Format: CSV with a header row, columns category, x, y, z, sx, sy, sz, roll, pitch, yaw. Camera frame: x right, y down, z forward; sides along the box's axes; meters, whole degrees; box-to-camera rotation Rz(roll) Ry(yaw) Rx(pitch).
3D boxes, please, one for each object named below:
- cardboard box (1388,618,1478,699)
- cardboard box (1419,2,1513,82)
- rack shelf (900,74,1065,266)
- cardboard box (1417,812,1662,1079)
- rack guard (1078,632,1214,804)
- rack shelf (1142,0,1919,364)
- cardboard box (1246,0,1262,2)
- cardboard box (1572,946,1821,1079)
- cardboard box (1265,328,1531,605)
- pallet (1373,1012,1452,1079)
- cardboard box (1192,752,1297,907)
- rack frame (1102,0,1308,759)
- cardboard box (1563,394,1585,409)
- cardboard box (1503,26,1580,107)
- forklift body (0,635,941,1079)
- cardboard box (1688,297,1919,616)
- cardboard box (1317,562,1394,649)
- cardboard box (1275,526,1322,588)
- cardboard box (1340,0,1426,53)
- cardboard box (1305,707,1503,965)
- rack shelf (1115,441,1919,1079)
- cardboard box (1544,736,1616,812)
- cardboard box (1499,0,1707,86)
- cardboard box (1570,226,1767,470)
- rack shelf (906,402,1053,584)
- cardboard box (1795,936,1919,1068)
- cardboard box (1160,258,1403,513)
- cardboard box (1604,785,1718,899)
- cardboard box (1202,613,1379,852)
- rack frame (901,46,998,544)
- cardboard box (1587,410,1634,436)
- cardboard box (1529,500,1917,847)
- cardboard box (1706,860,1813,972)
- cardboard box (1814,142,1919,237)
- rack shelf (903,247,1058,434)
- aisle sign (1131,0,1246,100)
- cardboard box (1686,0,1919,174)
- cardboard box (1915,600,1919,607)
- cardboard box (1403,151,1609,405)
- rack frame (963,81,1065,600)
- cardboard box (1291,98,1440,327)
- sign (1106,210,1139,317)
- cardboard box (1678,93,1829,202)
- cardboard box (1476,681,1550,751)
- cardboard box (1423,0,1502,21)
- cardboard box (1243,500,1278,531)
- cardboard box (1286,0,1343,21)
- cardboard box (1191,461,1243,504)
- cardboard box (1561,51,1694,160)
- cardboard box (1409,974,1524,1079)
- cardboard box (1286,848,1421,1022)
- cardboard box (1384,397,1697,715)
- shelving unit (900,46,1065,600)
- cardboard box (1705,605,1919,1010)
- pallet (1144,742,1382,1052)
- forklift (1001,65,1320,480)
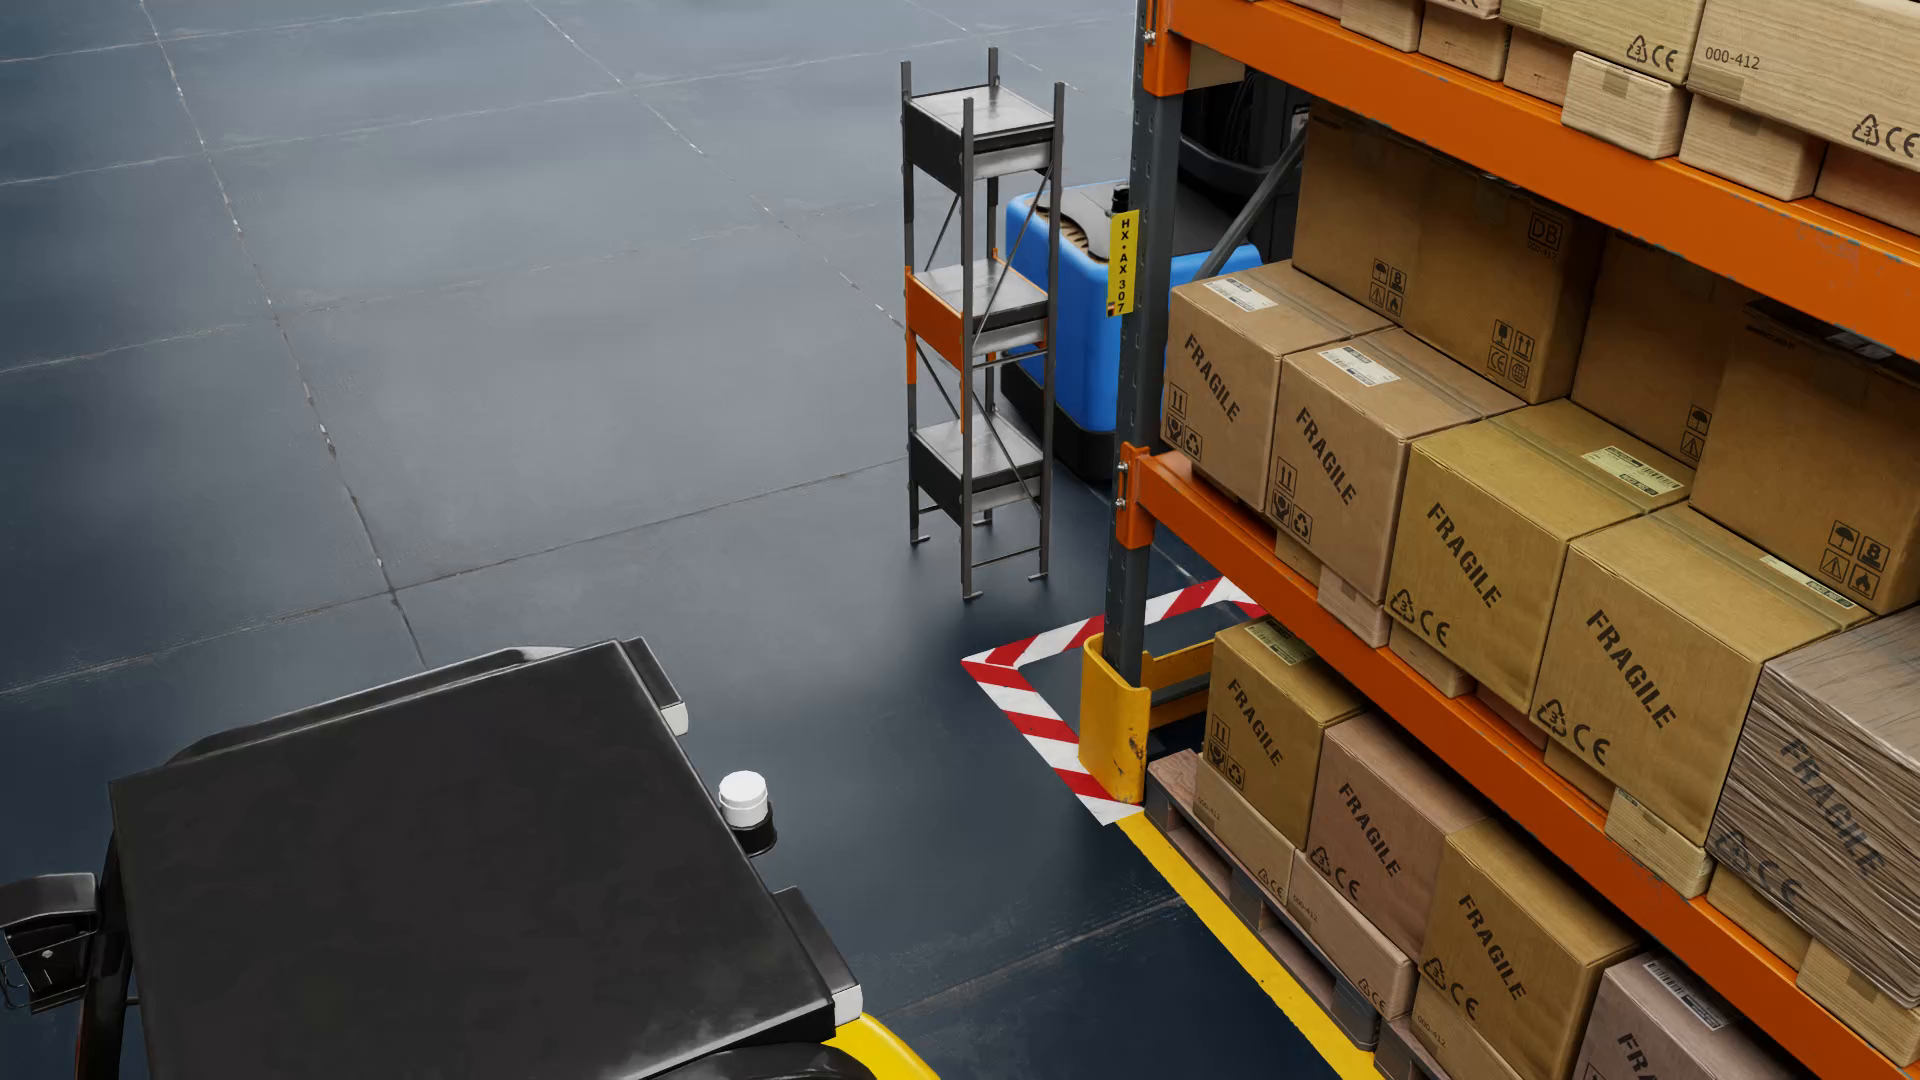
category,x,y,z,sx,sy,sz,roll,pitch,yaw
cardboard box,1.352,0.239,4.330,0.380,0.149,0.250,-15,36,-22
cardboard box,1.266,-1.160,3.733,0.380,0.149,0.250,-16,36,-23
rack shelf,0.077,-1.383,6.190,0.431,0.518,0.480,-16,36,-23
cardboard box,1.584,1.028,4.329,0.500,0.500,0.500,-15,36,-22
rack guard,1.002,0.496,6.012,1.175,0.500,0.348,-16,36,-23
rack shelf,1.899,-0.599,3.290,1.077,0.370,4.000,-16,36,-23
cardboard box,0.834,-1.510,4.279,0.380,0.149,0.250,-16,36,-23
cardboard box,1.841,1.281,3.935,0.500,0.500,0.500,-14,35,-21
cardboard box,1.186,-0.218,4.441,0.500,0.500,0.500,-15,35,-22
pallet,1.914,1.596,4.564,1.003,0.211,1.213,-16,36,-23
cardboard box,1.098,0.843,5.314,0.500,0.250,0.500,-16,36,-23
rack frame,0.967,-0.593,5.395,1.000,3.000,0.127,-16,36,-23
cardboard box,1.693,-0.330,4.617,0.500,0.500,0.500,-16,36,-23
cardboard box,1.393,-1.035,3.537,0.380,0.149,0.250,-17,36,-25
forklift body,-0.925,1.461,2.976,2.313,2.155,1.214,-16,36,-23
cardboard box,2.066,-0.258,3.577,0.700,0.500,0.500,-16,36,-23
cardboard box,1.202,0.124,4.509,0.380,0.149,0.250,-15,36,-22
cardboard box,1.124,-0.009,4.716,0.380,0.149,0.250,-17,36,-25
cardboard box,1.129,-1.272,3.908,0.380,0.149,0.250,-15,36,-22
cardboard box,1.357,0.786,4.706,0.500,0.500,0.500,-17,36,-25
rack shelf,1.899,0.665,4.099,1.077,0.370,4.000,-16,36,-23
cardboard box,1.625,0.483,3.948,0.380,0.149,0.250,-17,36,-24
cardboard box,1.454,-1.128,3.312,0.500,0.250,0.500,-15,35,-22
cardboard box,1.956,-0.531,4.004,0.700,0.500,0.500,-16,36,-24
rack shelf,0.077,-0.204,6.945,0.431,0.518,0.480,-16,36,-23
cardboard box,1.935,0.861,3.358,0.380,0.149,0.250,-16,36,-24
cardboard box,0.942,-0.464,4.826,0.500,0.500,0.500,-16,36,-24
cardboard box,1.691,0.618,3.738,0.380,0.149,0.250,-16,36,-23
cardboard box,1.110,0.538,5.094,0.500,0.500,0.500,-17,36,-25
rack frame,-0.037,-0.922,6.742,0.400,2.100,0.015,-16,36,-23
cardboard box,1.923,-0.091,4.243,0.500,0.500,0.500,-16,36,-23
cardboard box,1.669,0.265,3.687,0.500,0.500,0.500,-17,36,-24
cardboard box,1.843,0.731,3.561,0.380,0.149,0.250,-17,36,-24
cardboard box,1.778,-0.677,2.978,0.380,0.149,0.250,-16,36,-24
rack shelf,0.077,-0.794,6.568,0.431,0.518,0.480,-16,36,-23
aisle sign,0.663,-1.639,4.618,0.394,0.787,0.004,-16,36,-23
cardboard box,1.676,-0.879,2.923,0.500,0.250,0.500,-15,36,-22
cardboard box,2.143,0.156,3.858,0.500,0.500,0.500,-15,36,-23
cardboard box,1.627,-0.749,4.343,0.700,0.500,0.500,-16,36,-23
rack frame,0.191,-0.689,6.379,0.400,2.100,0.015,-16,36,-23
cardboard box,1.398,-0.992,4.723,0.700,0.500,0.500,-17,36,-24
sign,0.487,-0.821,4.948,0.100,0.325,0.005,-16,36,-23
cardboard box,1.599,-0.779,3.137,0.380,0.149,0.250,-17,36,-24
cardboard box,1.528,0.350,4.156,0.380,0.149,0.250,-15,35,-22
cardboard box,1.192,-1.368,3.688,0.500,0.250,0.500,-16,36,-24
cardboard box,1.072,-0.156,4.946,0.380,0.149,0.250,-15,36,-22
cardboard box,1.036,-1.407,4.118,0.380,0.149,0.250,-17,36,-25
cardboard box,0.942,-0.273,5.128,0.380,0.149,0.250,-16,36,-23
cardboard box,1.440,-0.894,3.318,0.380,0.149,0.250,-15,36,-23
cardboard box,1.595,1.345,4.529,0.500,0.250,0.500,-13,35,-20
cardboard box,1.329,1.088,4.931,0.500,0.250,0.500,-15,35,-21
cardboard box,1.425,0.025,4.062,0.500,0.500,0.500,-17,36,-24
shelving unit,0.077,-0.805,6.560,0.431,2.100,0.503,-16,36,-23
cardboard box,1.912,0.509,3.307,0.500,0.500,0.500,-15,36,-22
pallet,1.350,1.014,5.471,1.003,0.211,1.213,-16,36,-23
forklift,1.769,-2.002,7.658,3.031,2.935,1.130,-13,35,-19
